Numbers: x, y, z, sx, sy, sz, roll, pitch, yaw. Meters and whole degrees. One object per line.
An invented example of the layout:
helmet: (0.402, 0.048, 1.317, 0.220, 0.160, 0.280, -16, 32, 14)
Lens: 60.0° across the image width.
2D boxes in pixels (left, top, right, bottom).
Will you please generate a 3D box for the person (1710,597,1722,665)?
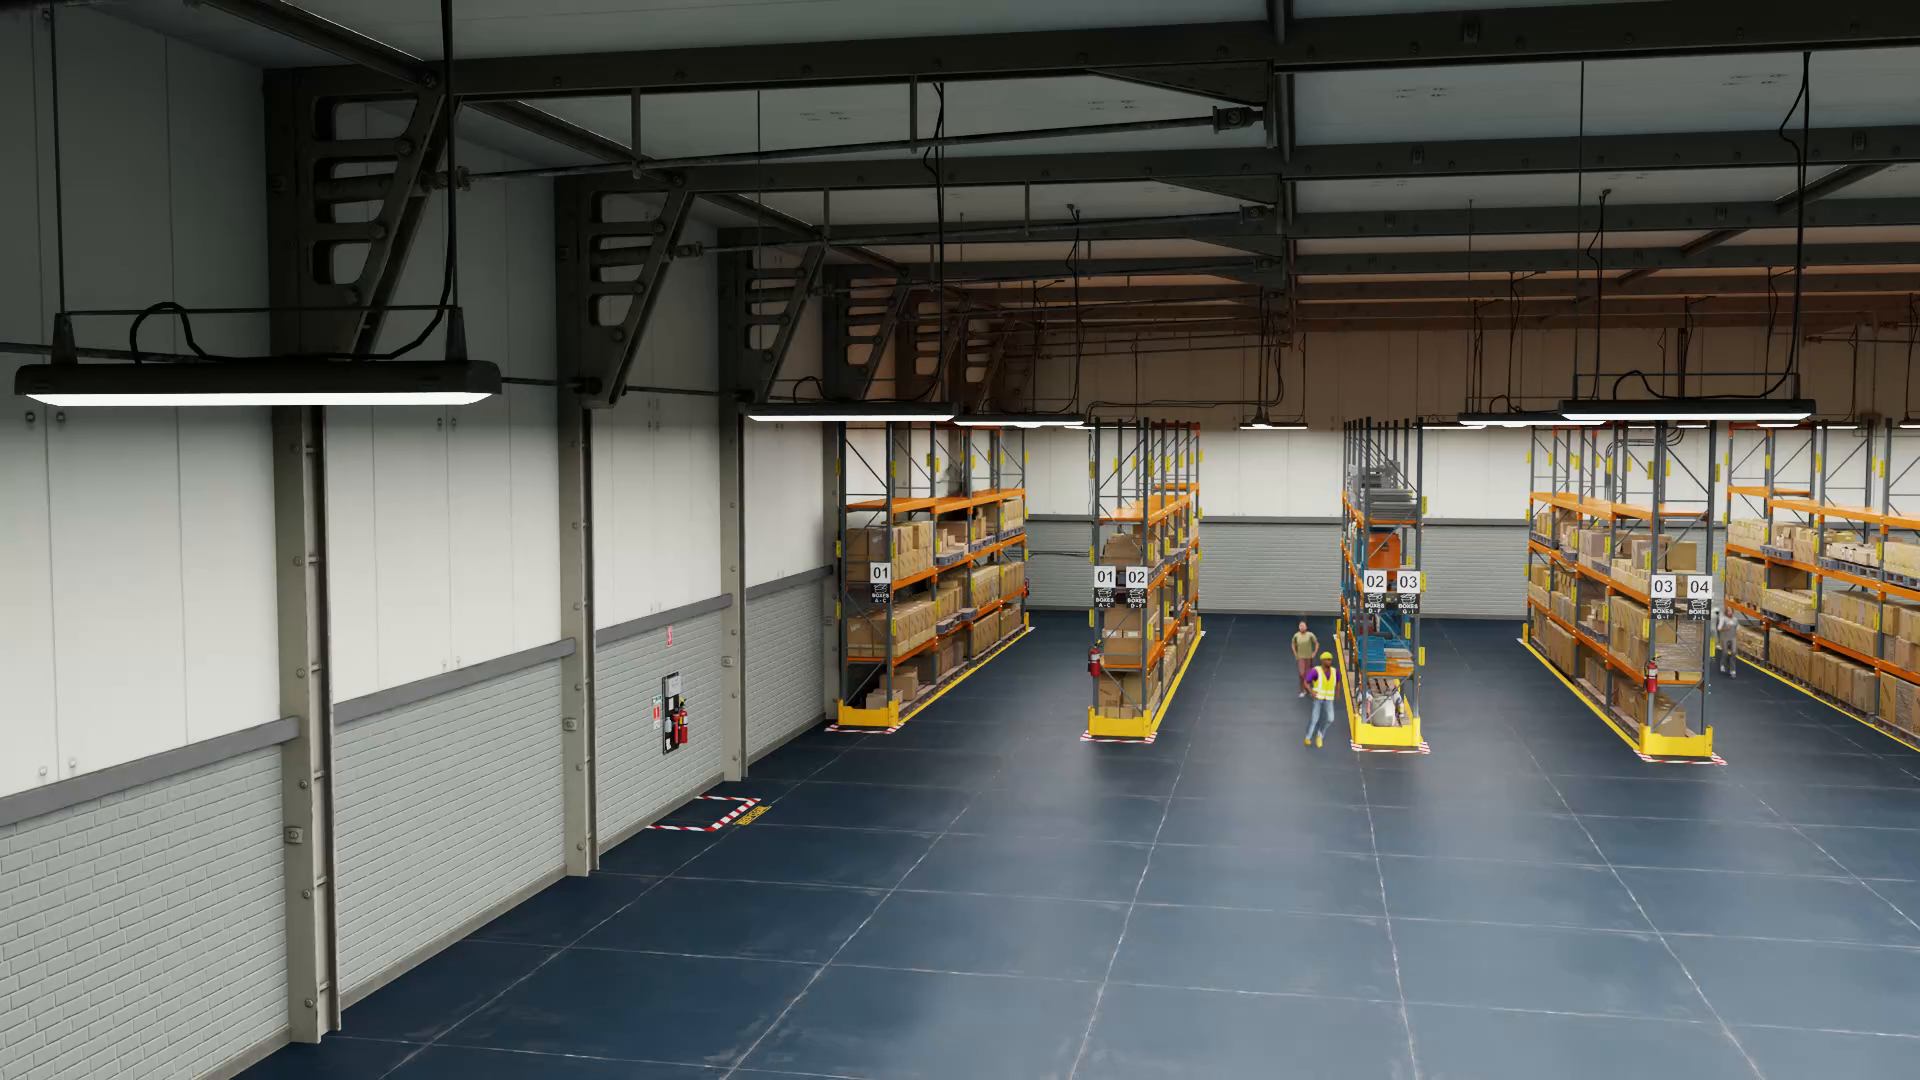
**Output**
person: (18.460, 2.227, 40.904, 0.641, 1.682, 0.791, 1, 4, 8)

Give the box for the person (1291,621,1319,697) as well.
person: (7.496, 2.574, 36.154, 0.586, 1.639, 0.626, 1, 4, 17)

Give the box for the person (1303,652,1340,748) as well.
person: (6.607, 2.902, 30.220, 0.765, 1.731, 0.623, 0, 4, -7)

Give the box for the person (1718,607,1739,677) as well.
person: (18.052, 2.367, 39.041, 0.532, 1.612, 0.798, 1, 4, 10)
